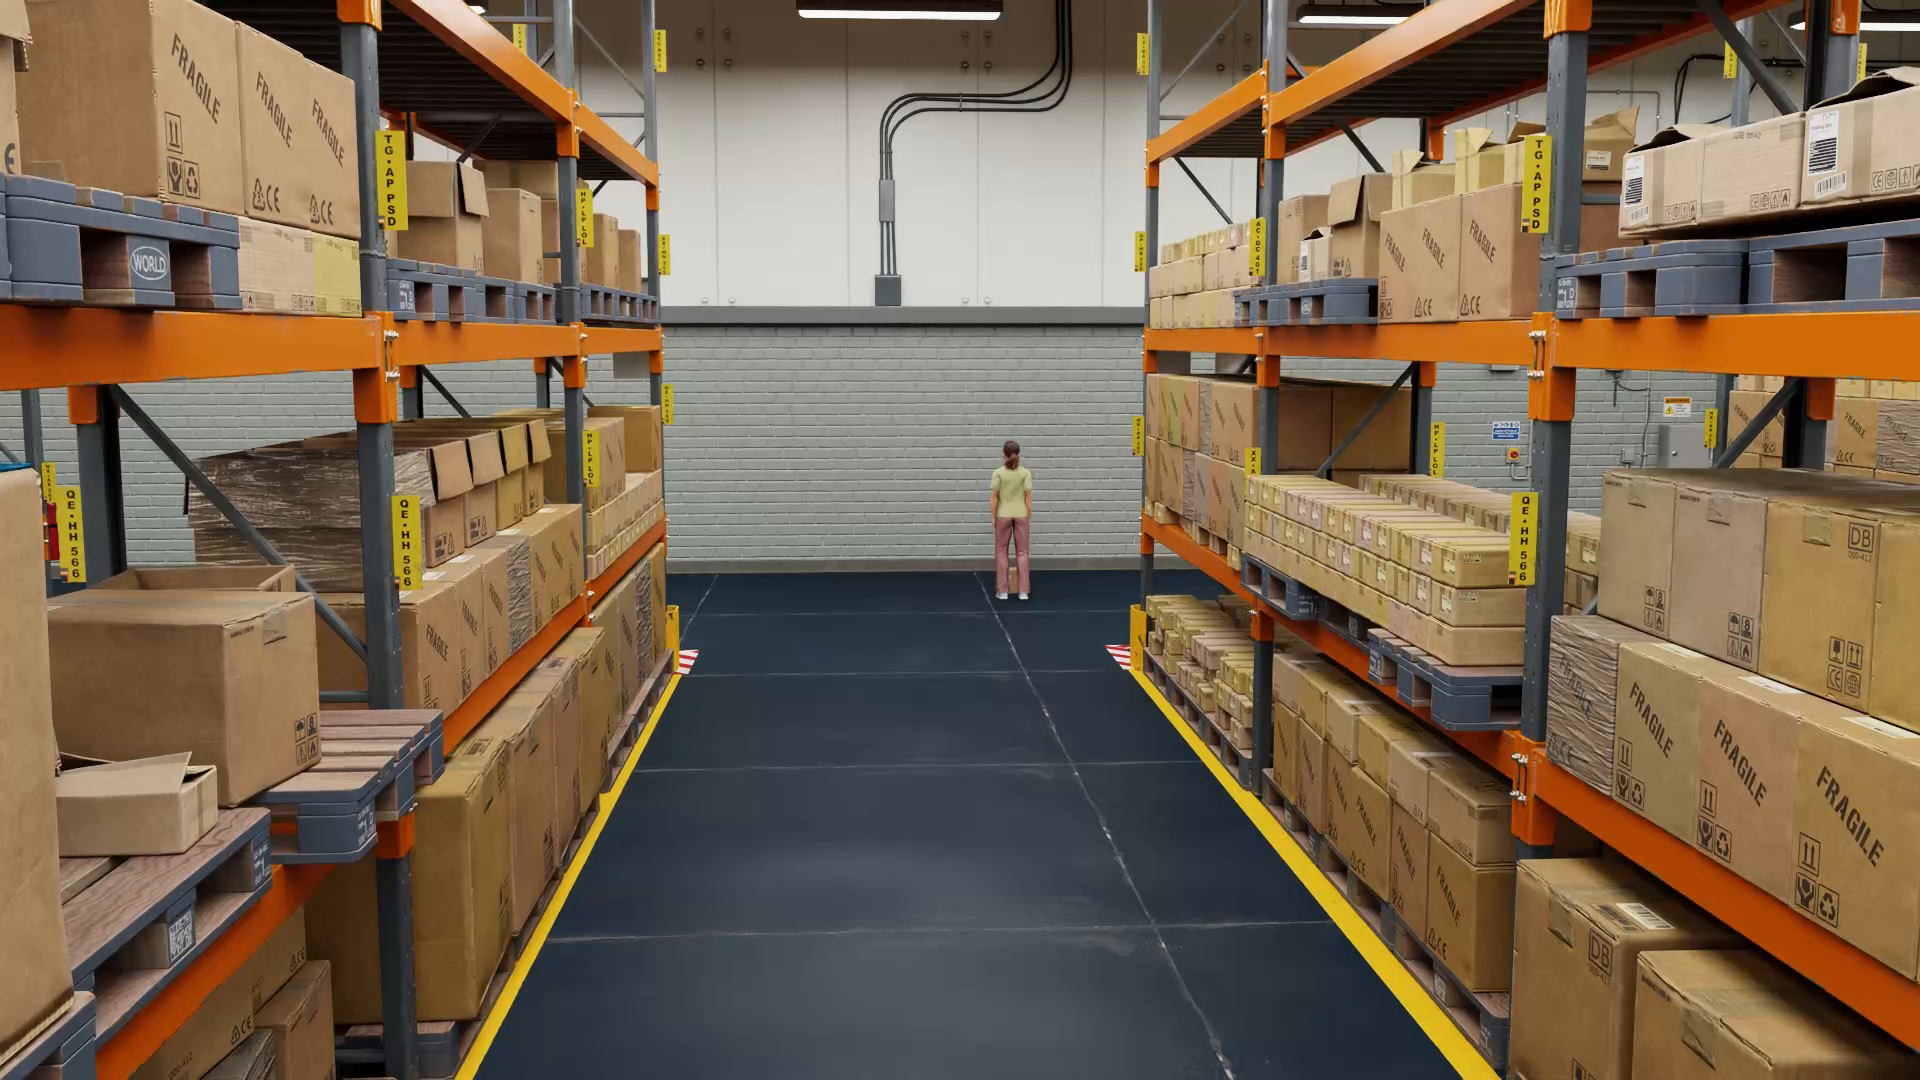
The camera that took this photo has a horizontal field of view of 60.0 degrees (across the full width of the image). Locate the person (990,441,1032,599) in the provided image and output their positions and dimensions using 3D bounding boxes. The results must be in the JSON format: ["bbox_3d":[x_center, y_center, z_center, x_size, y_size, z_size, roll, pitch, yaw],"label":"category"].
[{"bbox_3d":[0.537,-0.206,17.483,0.443,1.674,0.365,0,7,-3],"label":"person"}]
